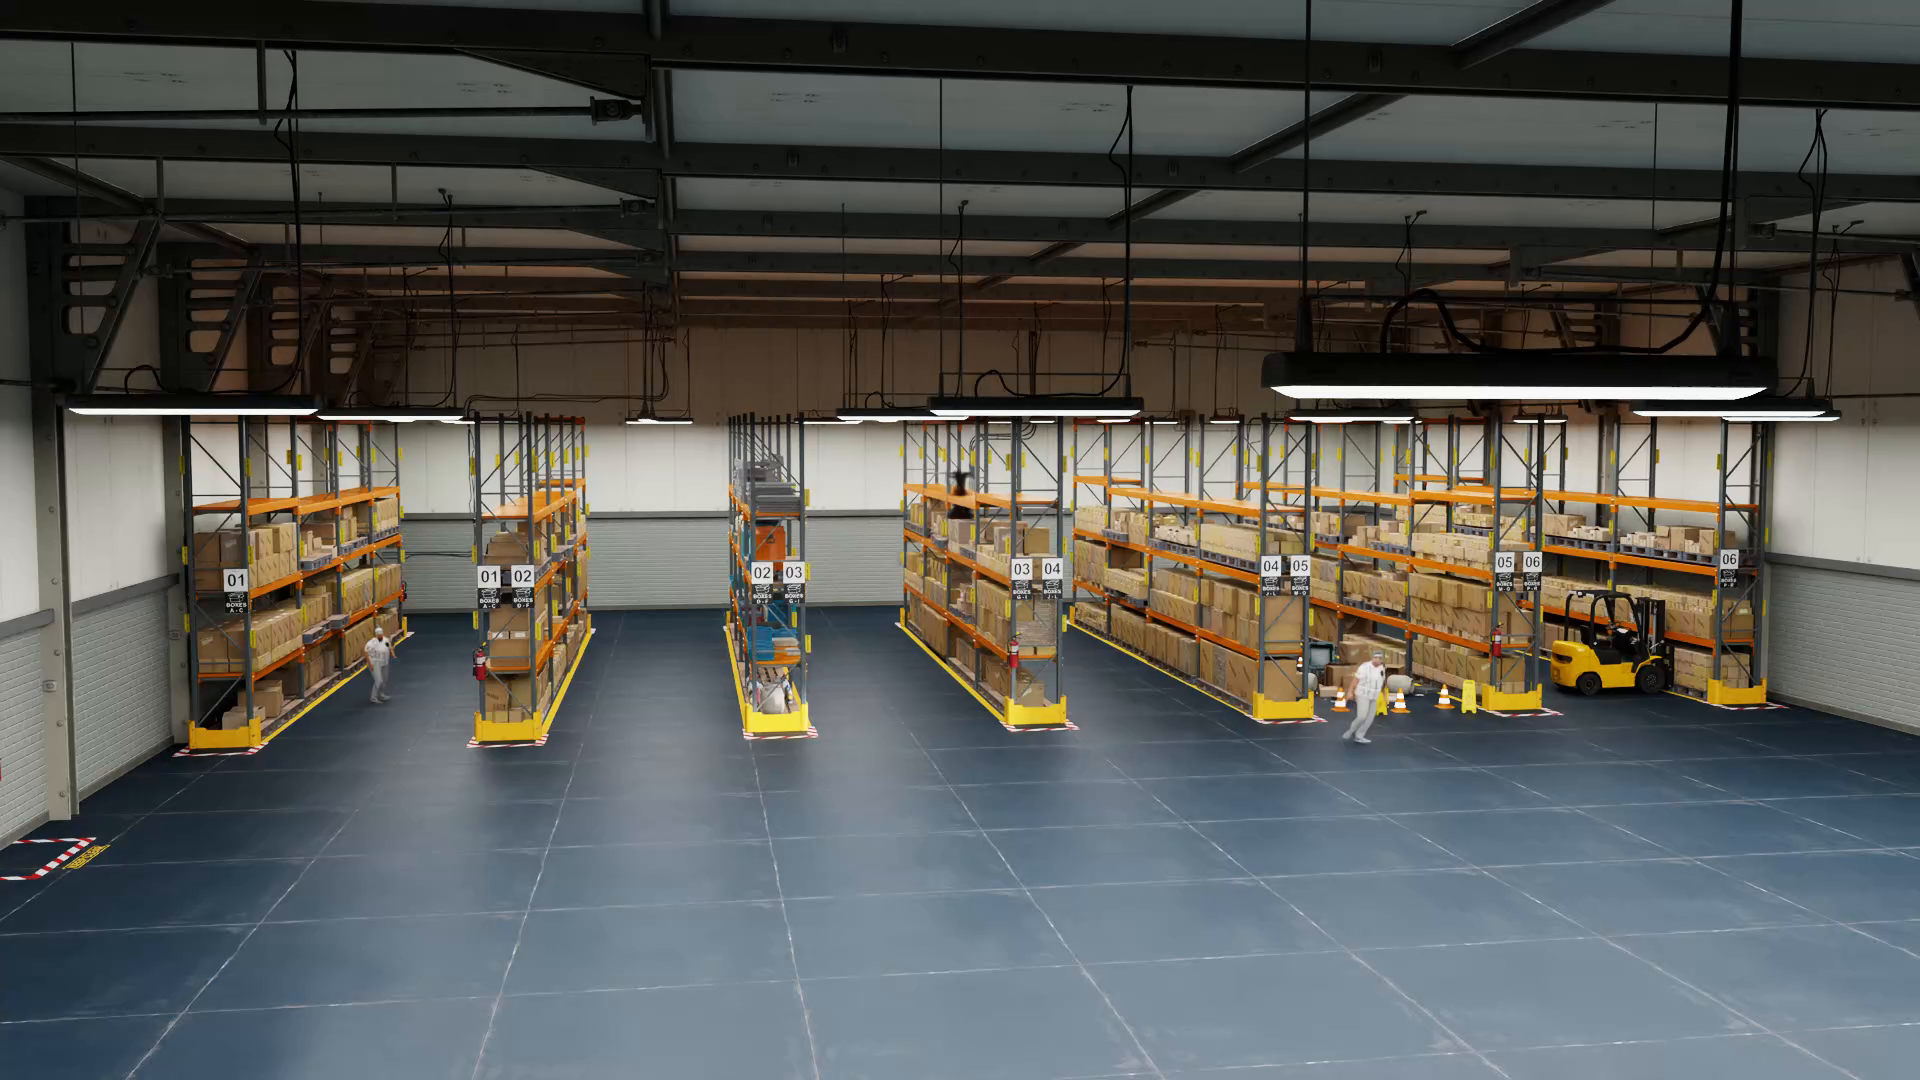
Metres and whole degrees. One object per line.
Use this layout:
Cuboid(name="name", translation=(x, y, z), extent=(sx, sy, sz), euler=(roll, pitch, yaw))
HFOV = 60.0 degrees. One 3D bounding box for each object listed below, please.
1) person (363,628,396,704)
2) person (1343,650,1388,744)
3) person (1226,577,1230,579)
Cuboid(name="person", translation=(-12.038, 2.604, 34.607), extent=(0.771, 1.602, 0.655), euler=(2, 4, 29))
Cuboid(name="person", translation=(7.343, 2.831, 30.070), extent=(0.708, 1.710, 0.585), euler=(-2, 4, -27))
Cuboid(name="person", translation=(7.365, 1.839, 44.898), extent=(0.605, 1.678, 0.953), euler=(-2, 4, -29))
